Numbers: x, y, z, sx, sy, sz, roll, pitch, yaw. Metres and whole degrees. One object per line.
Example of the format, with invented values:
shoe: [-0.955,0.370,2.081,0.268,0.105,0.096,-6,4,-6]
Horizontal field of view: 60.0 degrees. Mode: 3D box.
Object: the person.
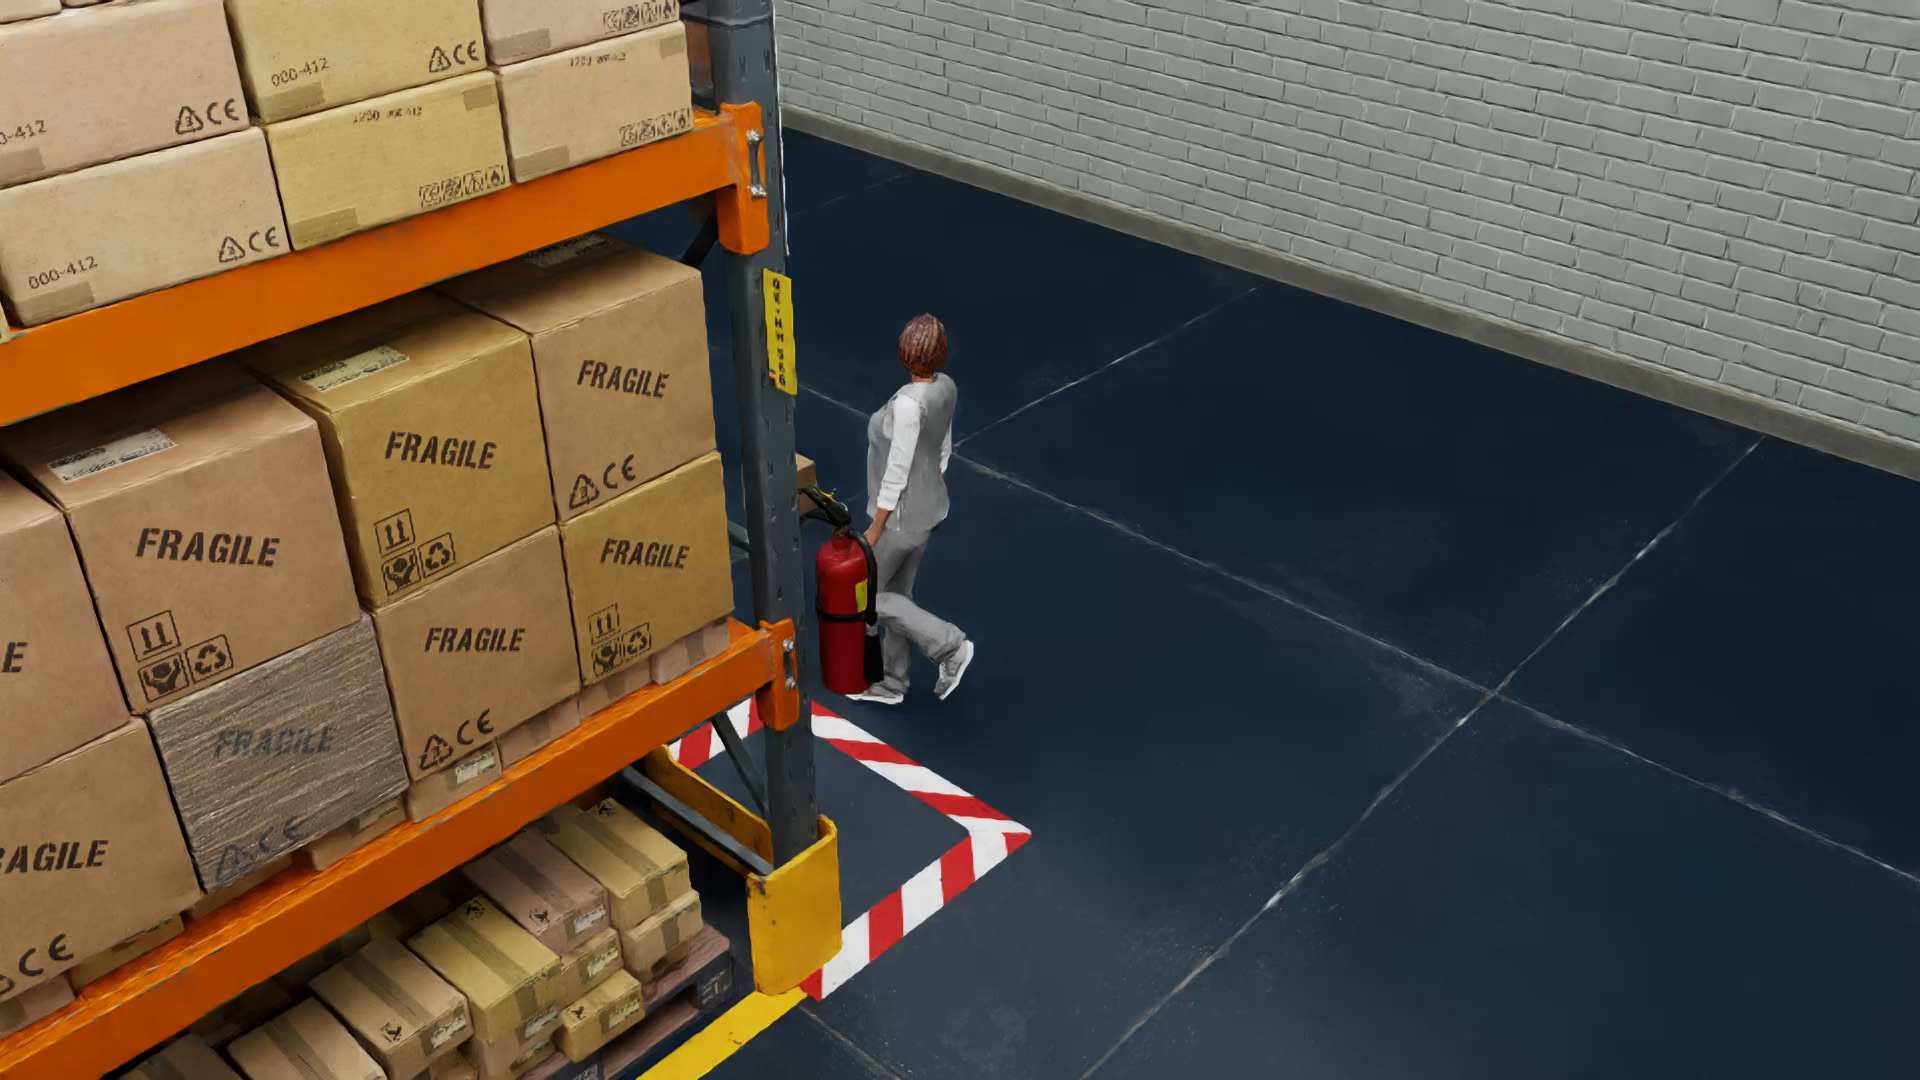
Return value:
person: [-0.175,-0.079,6.303,0.560,1.561,0.480,9,33,15]
